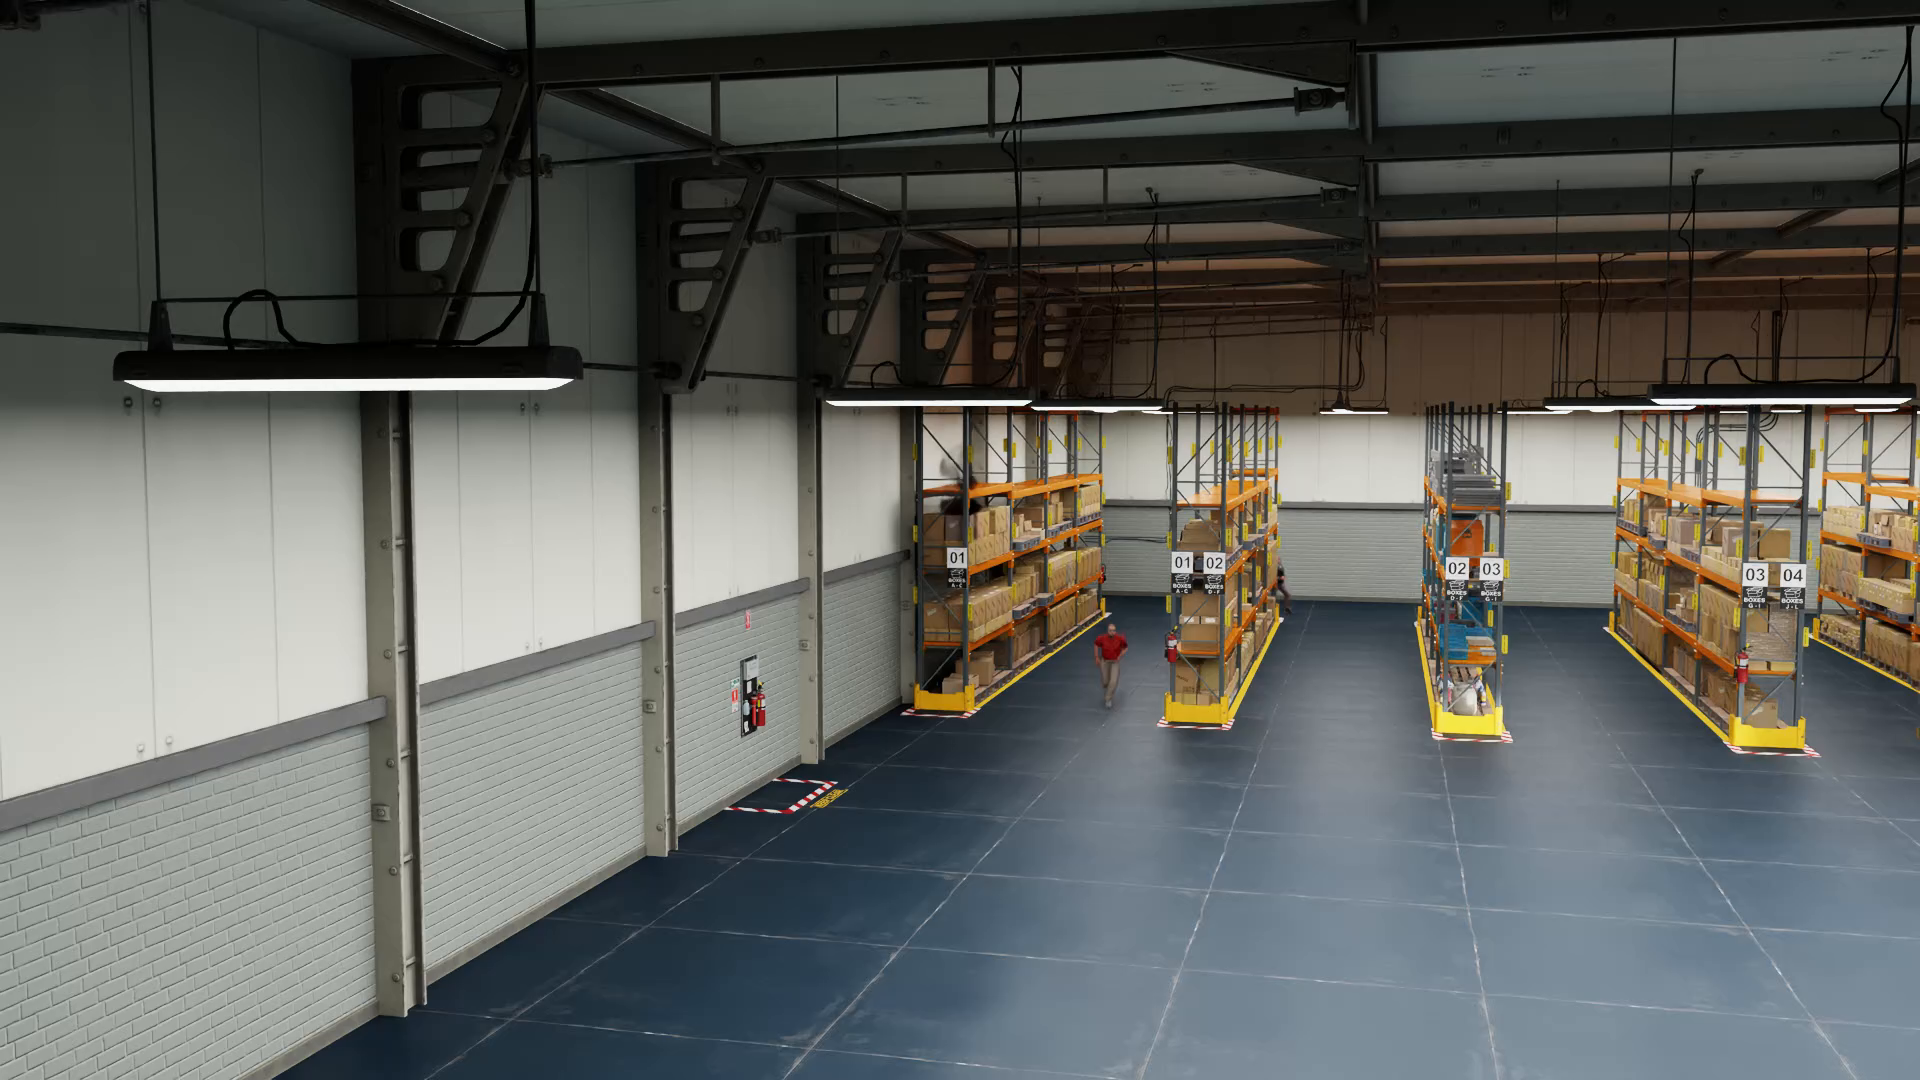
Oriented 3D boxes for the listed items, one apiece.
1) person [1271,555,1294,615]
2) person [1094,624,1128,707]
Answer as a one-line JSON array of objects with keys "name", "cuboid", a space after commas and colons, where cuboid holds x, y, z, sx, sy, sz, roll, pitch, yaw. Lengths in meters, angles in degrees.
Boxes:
[{"name": "person", "cuboid": [9.217, 1.322, 48.225, 0.826, 1.742, 0.660, 4, 6, 42]}, {"name": "person", "cuboid": [2.991, 2.477, 33.084, 0.658, 1.668, 0.783, 0, 4, -2]}]
